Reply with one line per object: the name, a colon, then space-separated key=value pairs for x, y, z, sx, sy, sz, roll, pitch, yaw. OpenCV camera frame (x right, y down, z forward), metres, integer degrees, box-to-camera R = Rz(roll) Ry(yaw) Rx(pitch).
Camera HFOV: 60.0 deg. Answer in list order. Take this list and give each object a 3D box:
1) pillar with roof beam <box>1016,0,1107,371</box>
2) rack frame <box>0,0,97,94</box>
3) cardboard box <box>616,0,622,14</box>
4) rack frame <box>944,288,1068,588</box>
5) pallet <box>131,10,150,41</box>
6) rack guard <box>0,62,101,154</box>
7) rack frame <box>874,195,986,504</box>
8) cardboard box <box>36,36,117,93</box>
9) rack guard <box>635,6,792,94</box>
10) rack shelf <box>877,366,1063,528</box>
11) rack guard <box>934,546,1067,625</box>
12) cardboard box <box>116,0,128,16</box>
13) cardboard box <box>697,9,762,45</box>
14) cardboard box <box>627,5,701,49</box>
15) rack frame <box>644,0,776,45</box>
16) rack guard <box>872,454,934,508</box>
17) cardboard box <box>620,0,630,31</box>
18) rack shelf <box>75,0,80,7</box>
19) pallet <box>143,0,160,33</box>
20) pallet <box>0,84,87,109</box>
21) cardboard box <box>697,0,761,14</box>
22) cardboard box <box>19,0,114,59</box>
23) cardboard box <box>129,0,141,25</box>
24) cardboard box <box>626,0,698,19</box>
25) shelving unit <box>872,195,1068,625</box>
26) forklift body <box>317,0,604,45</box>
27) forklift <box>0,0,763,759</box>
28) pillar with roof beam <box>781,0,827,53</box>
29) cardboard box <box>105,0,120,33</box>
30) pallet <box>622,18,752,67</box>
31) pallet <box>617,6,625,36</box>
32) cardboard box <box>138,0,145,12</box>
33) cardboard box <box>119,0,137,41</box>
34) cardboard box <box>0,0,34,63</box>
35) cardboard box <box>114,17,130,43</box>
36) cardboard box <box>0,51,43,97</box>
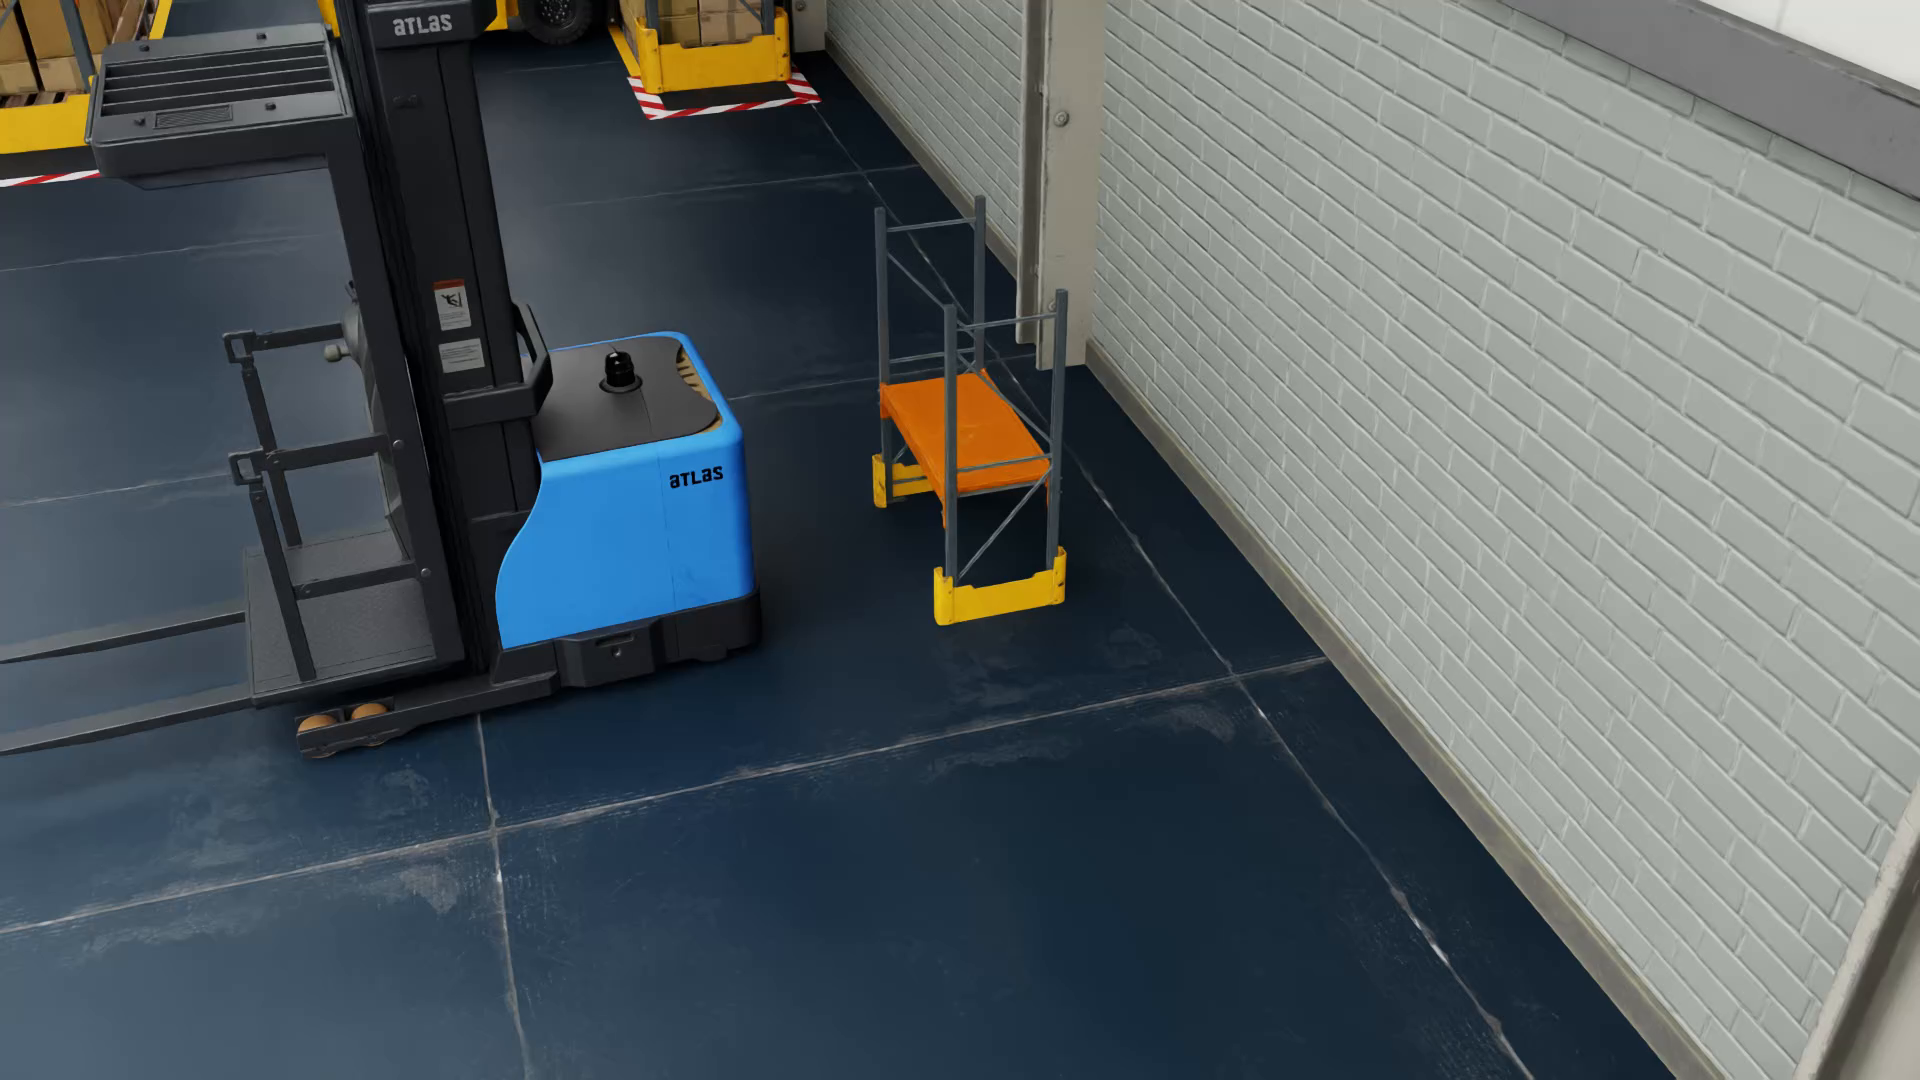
pillar with roof beam: x=-3.578 y=-4.093 z=5.781 sx=9.100 sy=9.000 sz=0.400 roll=-10 pitch=35 yaw=-15
rack frame: x=-6.680 y=-4.110 z=11.249 sx=1.000 sy=3.000 sz=0.127 roll=-10 pitch=35 yaw=-15
cardboard box: x=-2.685 y=-4.695 z=14.248 sx=0.500 sy=0.250 sz=0.500 roll=-10 pitch=35 yaw=-14
rack frame: x=0.181 y=-0.314 z=6.865 sx=0.500 sy=1.500 sz=0.032 roll=-10 pitch=35 yaw=-15
pallet: x=-7.286 y=-4.059 z=13.700 sx=1.003 sy=0.211 sz=1.213 roll=-10 pitch=35 yaw=-15
rack guard: x=-6.704 y=-3.107 z=11.999 sx=1.175 sy=0.500 sz=0.348 roll=-10 pitch=35 yaw=-15
rack frame: x=-0.129 y=-0.848 z=7.673 sx=0.500 sy=1.500 sz=0.032 roll=-10 pitch=35 yaw=-15
cardboard box: x=-6.663 y=-3.608 z=12.603 sx=0.500 sy=0.250 sz=0.500 roll=-10 pitch=35 yaw=-15
rack guard: x=-1.947 y=-3.891 z=13.185 sx=1.175 sy=0.500 sz=0.348 roll=-10 pitch=35 yaw=-15
rack shelf: x=0.026 y=-0.431 z=7.368 sx=0.538 sy=0.185 sz=1.000 roll=-10 pitch=35 yaw=-15
rack guard: x=0.175 y=0.197 z=7.225 sx=0.587 sy=0.250 sz=0.087 roll=-10 pitch=35 yaw=-15
cardboard box: x=-6.980 y=-4.472 z=13.230 sx=0.500 sy=0.500 sz=0.500 roll=-9 pitch=35 yaw=-14
cardboard box: x=-1.918 y=-4.266 z=13.598 sx=0.500 sy=0.250 sz=0.500 roll=-10 pitch=35 yaw=-15
cardboard box: x=-2.399 y=-4.168 z=13.451 sx=0.500 sy=0.250 sz=0.500 roll=-10 pitch=35 yaw=-14
rack frame: x=-1.954 y=-4.947 z=12.515 sx=1.000 sy=3.000 sz=0.127 roll=-10 pitch=35 yaw=-15
rack guard: x=-0.129 y=-0.326 z=8.016 sx=0.587 sy=0.250 sz=0.087 roll=-10 pitch=35 yaw=-15
cardboard box: x=-2.541 y=-4.431 z=13.848 sx=0.500 sy=0.250 sz=0.500 roll=-10 pitch=35 yaw=-15
rack shelf: x=-7.290 y=-4.860 z=13.037 sx=1.077 sy=0.370 sz=4.000 roll=-10 pitch=35 yaw=-15
pallet: x=-7.662 y=-4.700 z=14.672 sx=1.003 sy=0.211 sz=1.213 roll=-10 pitch=35 yaw=-15
pallet: x=-6.918 y=-3.419 z=12.733 sx=1.003 sy=0.211 sz=1.213 roll=-10 pitch=35 yaw=-15
cardboard box: x=-1.900 y=-4.465 z=13.446 sx=0.500 sy=0.250 sz=0.500 roll=-9 pitch=35 yaw=-14
cardboard box: x=-6.671 y=-3.933 z=12.415 sx=0.500 sy=0.500 sz=0.500 roll=-11 pitch=35 yaw=-16
cardboard box: x=-7.142 y=-4.427 z=13.843 sx=0.500 sy=0.250 sz=0.500 roll=-9 pitch=35 yaw=-14
cardboard box: x=-2.401 y=-4.386 z=13.327 sx=0.500 sy=0.250 sz=0.500 roll=-10 pitch=35 yaw=-15
shelving unit: x=0.023 y=-0.586 z=7.276 sx=0.587 sy=1.500 sz=1.083 roll=-10 pitch=35 yaw=-15
forklift body: x=-4.270 y=-5.281 z=13.792 sx=2.313 sy=2.155 sz=1.214 roll=-10 pitch=35 yaw=-15
forklift: x=-2.404 y=-0.706 z=6.159 sx=3.031 sy=2.935 sz=1.130 roll=-12 pitch=35 yaw=-18
pillar with roof beam: x=-5.408 y=-7.243 z=10.548 sx=9.100 sy=9.000 sz=0.400 roll=-10 pitch=35 yaw=-15
cardboard box: x=-6.835 y=-4.207 z=12.829 sx=0.500 sy=0.500 sz=0.500 roll=-11 pitch=35 yaw=-17
pallet: x=-2.228 y=-4.178 z=13.881 sx=1.003 sy=0.211 sz=1.213 roll=-10 pitch=35 yaw=-15
pallet: x=-2.596 y=-4.817 z=14.849 sx=1.003 sy=0.211 sz=1.213 roll=-10 pitch=35 yaw=-15
cardboard box: x=-7.292 y=-4.695 z=14.248 sx=0.500 sy=0.250 sz=0.500 roll=-11 pitch=35 yaw=-16
cardboard box: x=-6.990 y=-4.162 z=13.441 sx=0.500 sy=0.250 sz=0.500 roll=-8 pitch=34 yaw=-12
cardboard box: x=-7.173 y=-3.828 z=12.255 sx=0.500 sy=0.500 sz=0.500 roll=-10 pitch=35 yaw=-14
cardboard box: x=-6.812 y=-3.877 z=13.010 sx=0.500 sy=0.250 sz=0.500 roll=-9 pitch=34 yaw=-13
cardboard box: x=-7.190 y=-3.530 z=12.484 sx=0.500 sy=0.250 sz=0.500 roll=-10 pitch=35 yaw=-15
